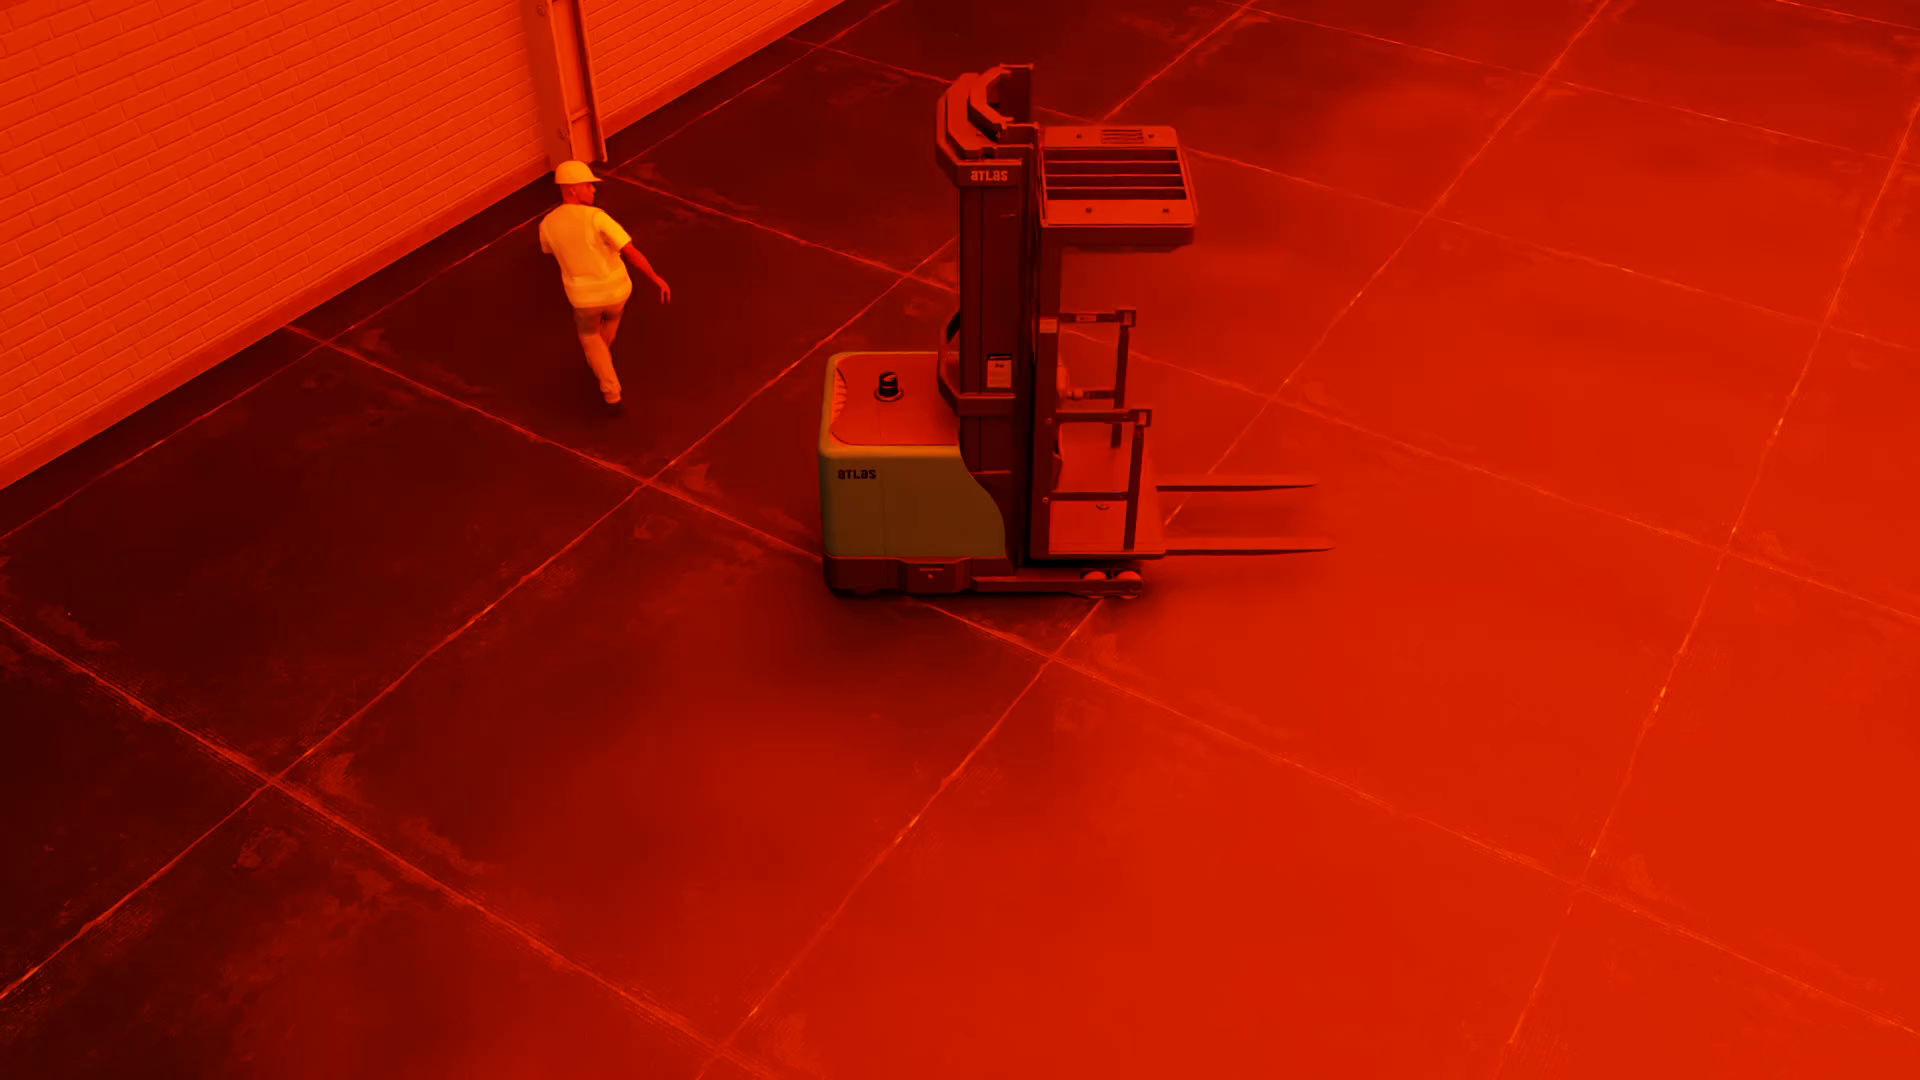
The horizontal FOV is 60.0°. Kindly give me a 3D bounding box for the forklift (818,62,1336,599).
[{"bbox_3d":[0.710,-1.116,9.283,3.031,2.935,1.130,0,40,0],"label":"forklift"}]

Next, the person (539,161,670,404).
[{"bbox_3d":[-2.323,-1.750,11.010,0.850,1.639,0.831,-3,40,-3],"label":"person"}]
